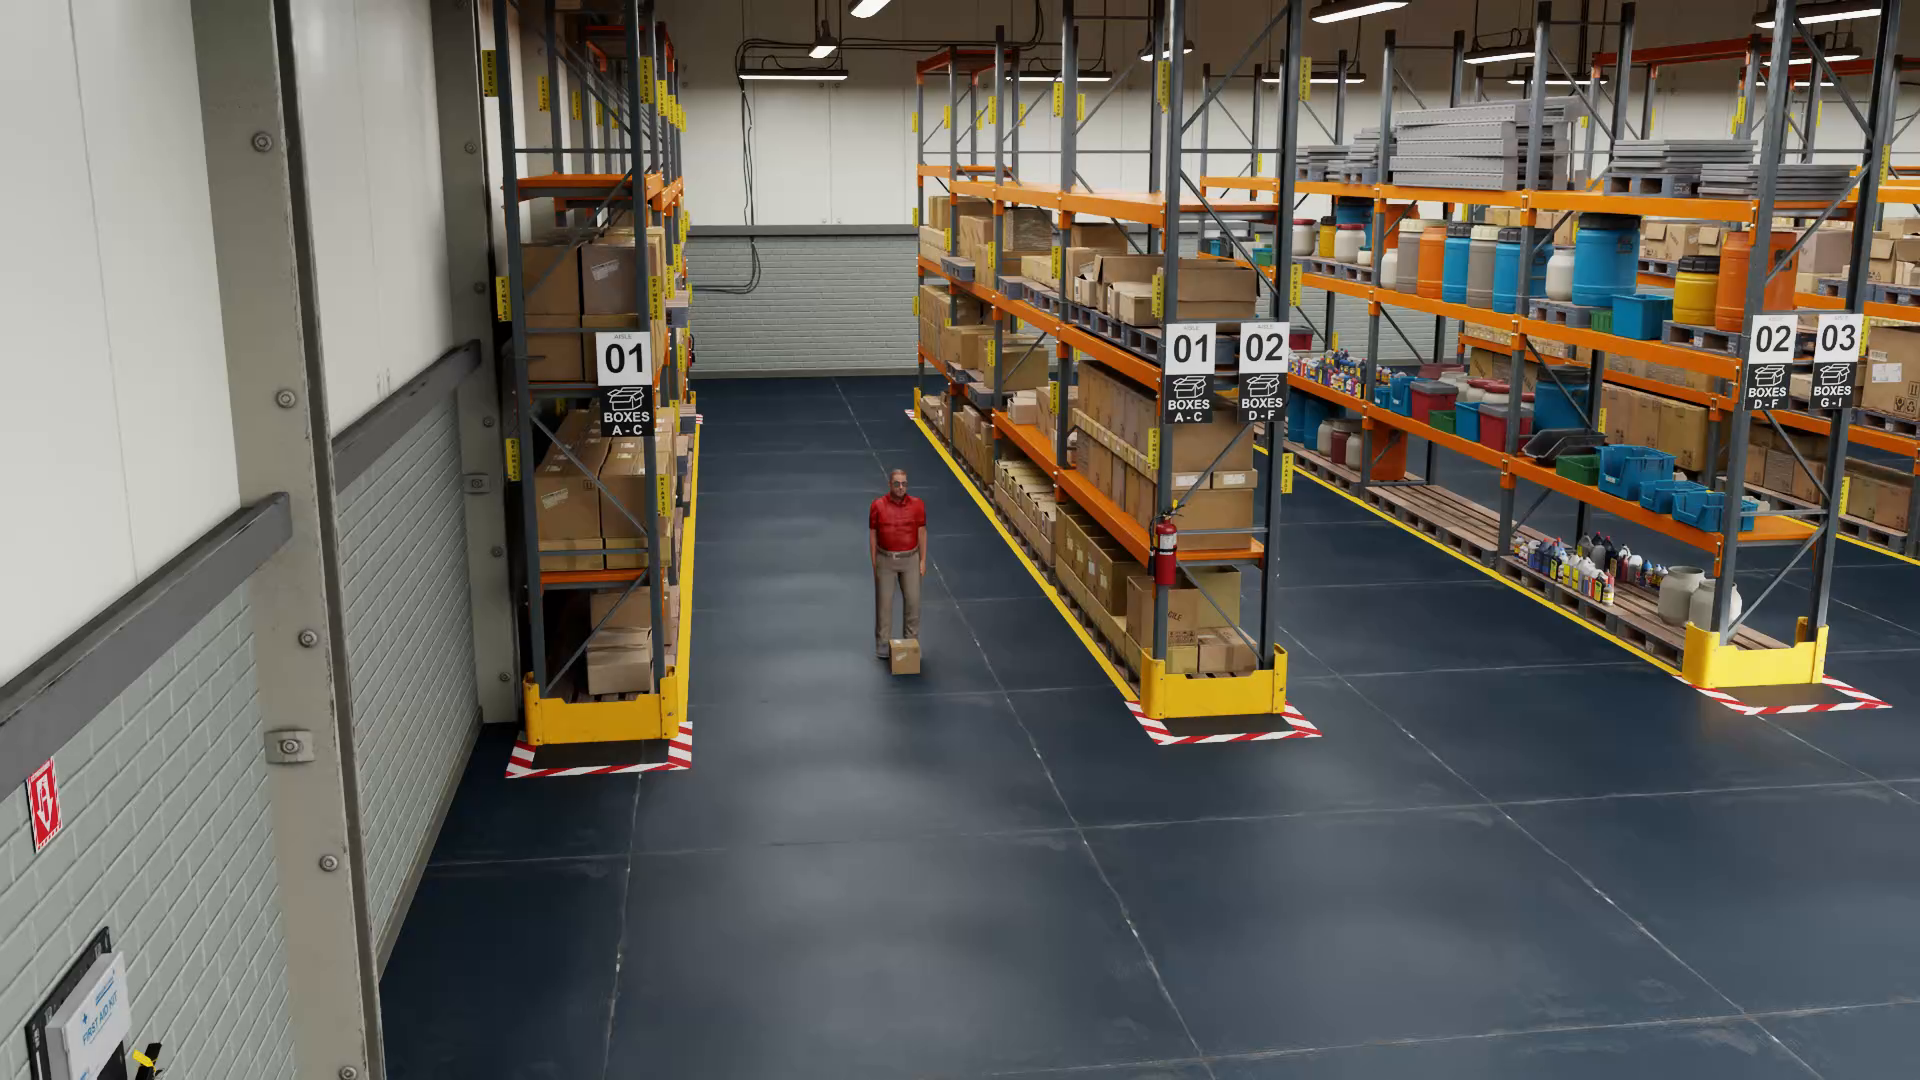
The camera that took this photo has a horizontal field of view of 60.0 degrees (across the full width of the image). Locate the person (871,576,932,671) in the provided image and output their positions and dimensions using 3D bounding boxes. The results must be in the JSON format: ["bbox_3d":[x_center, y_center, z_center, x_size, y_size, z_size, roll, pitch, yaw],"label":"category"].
[{"bbox_3d":[-0.543,0.682,15.080,0.552,0.853,0.863,-2,13,-8],"label":"person"}]
